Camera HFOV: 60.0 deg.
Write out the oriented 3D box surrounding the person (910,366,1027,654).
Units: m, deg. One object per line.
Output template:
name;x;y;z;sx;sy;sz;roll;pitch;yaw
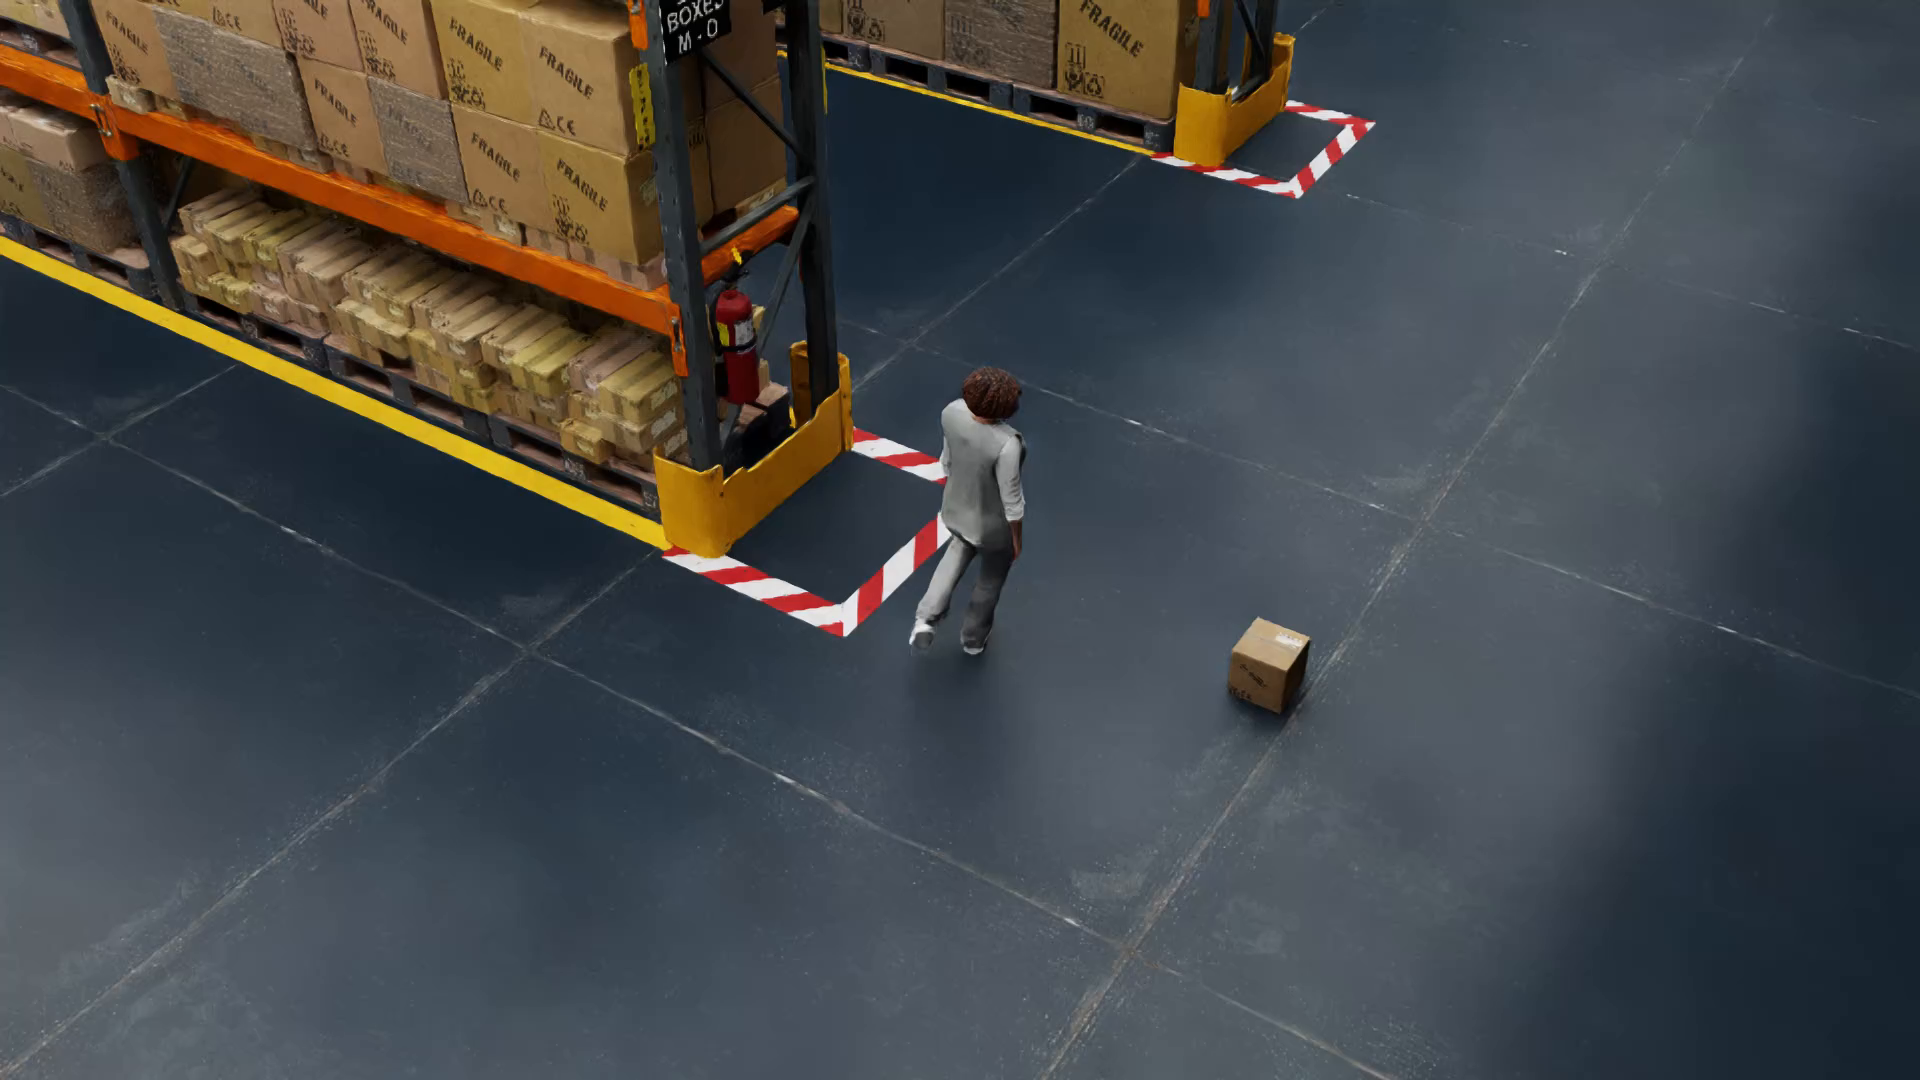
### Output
person;0.079;-0.085;6.816;0.483;1.575;0.480;25;45;27
